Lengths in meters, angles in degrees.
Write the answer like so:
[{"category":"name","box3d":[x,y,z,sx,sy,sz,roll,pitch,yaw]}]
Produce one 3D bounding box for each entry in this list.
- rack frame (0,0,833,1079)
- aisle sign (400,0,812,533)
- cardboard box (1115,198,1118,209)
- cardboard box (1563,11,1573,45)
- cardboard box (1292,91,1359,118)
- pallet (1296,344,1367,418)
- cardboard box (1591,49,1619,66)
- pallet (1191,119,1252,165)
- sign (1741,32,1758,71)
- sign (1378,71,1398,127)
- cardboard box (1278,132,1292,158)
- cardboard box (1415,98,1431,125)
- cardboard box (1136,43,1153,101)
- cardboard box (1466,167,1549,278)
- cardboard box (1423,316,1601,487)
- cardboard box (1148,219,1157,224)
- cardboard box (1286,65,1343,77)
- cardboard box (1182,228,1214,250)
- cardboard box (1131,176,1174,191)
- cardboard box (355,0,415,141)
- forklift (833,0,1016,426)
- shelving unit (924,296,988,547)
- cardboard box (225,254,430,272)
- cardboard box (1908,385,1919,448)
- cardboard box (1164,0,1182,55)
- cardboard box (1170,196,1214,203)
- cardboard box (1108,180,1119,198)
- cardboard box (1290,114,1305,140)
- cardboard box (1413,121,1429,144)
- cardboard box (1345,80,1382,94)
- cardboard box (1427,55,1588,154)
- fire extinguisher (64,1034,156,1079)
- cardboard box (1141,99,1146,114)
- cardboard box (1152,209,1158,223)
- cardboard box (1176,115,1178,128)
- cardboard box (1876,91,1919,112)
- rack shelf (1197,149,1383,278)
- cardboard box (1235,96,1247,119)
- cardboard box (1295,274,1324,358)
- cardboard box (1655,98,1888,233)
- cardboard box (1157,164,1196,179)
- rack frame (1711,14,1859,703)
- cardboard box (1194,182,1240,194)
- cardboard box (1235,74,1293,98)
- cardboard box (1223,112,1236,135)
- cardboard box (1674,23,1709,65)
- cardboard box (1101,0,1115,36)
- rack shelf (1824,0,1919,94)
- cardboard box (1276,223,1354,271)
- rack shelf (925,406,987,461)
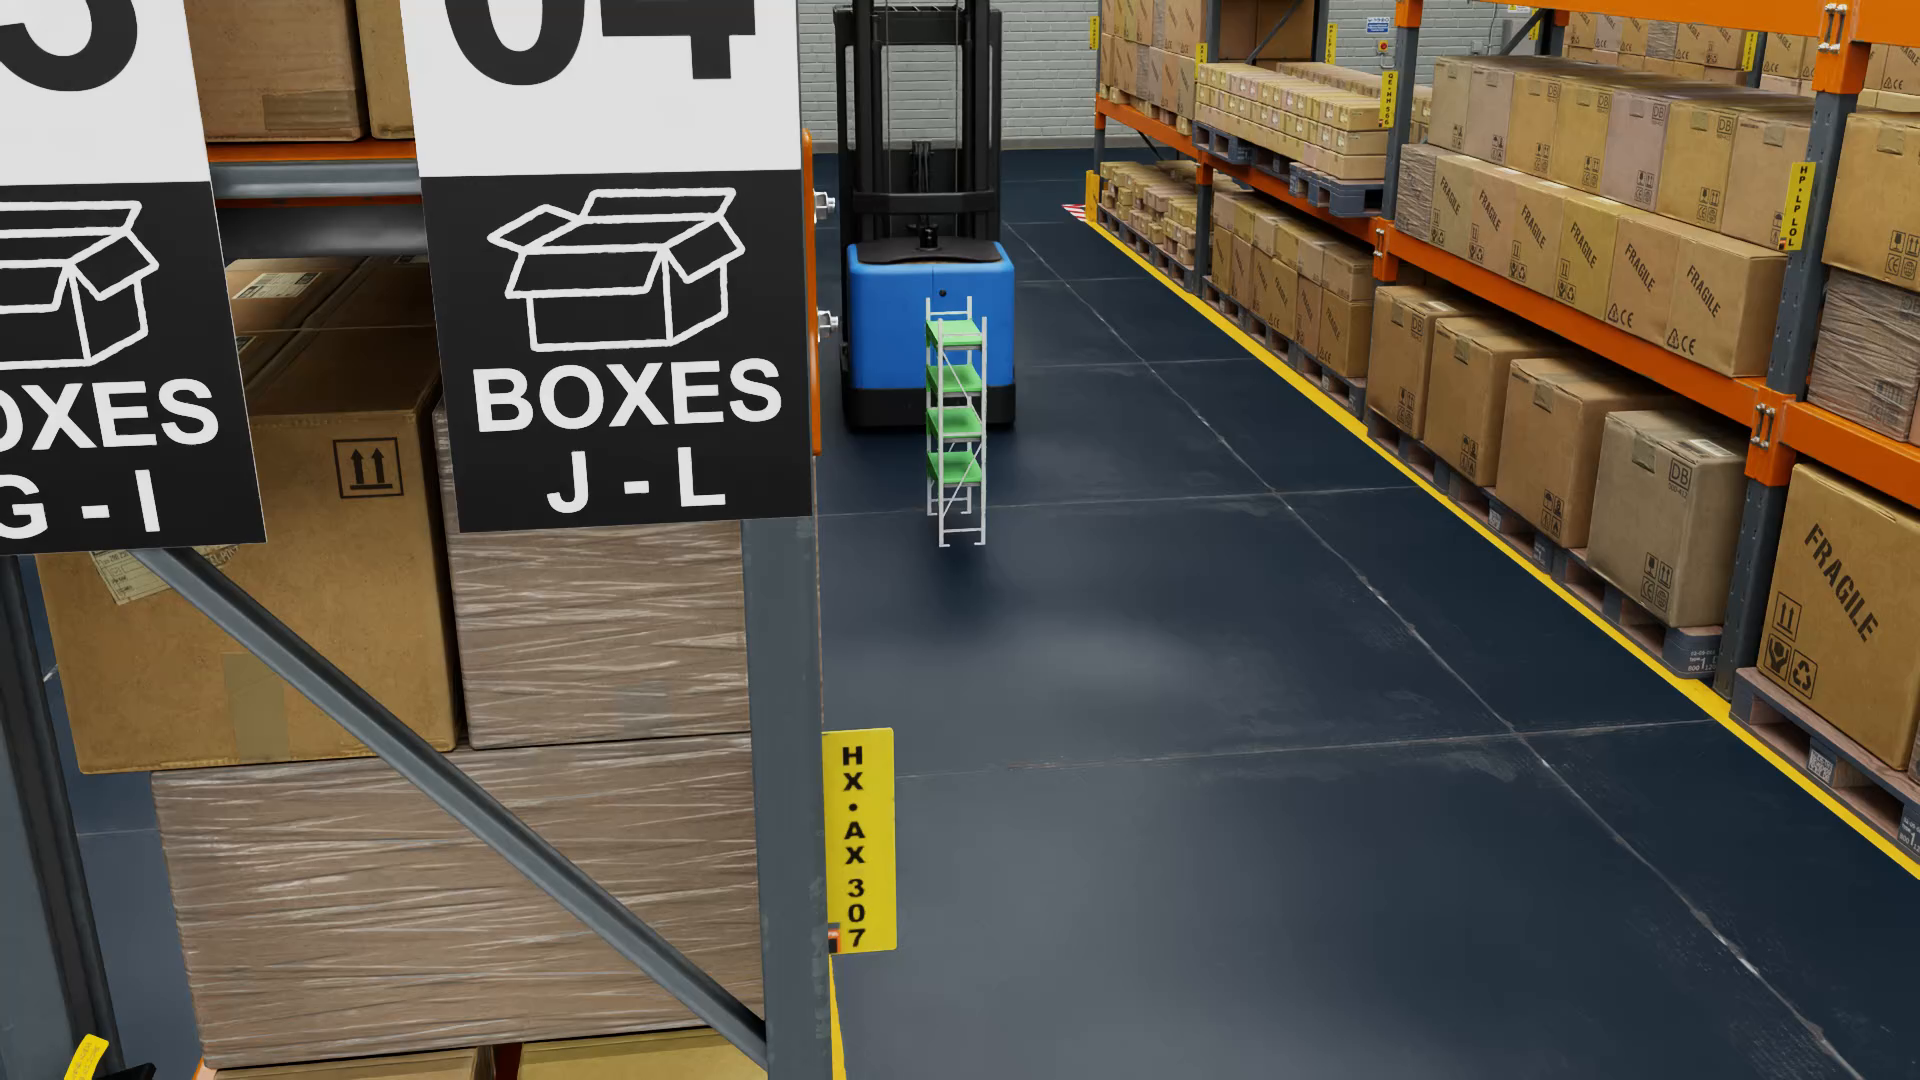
[{"category":"rack frame","box3d":[-0.667,0.825,2.221,0.949,2.616,0.053,-3,21,-8]},{"category":"aisle sign","box3d":[-0.365,-0.387,1.749,0.394,0.787,0.004,-3,21,-8]},{"category":"cardboard box","box3d":[1.823,-3.507,17.294,0.380,0.149,0.250,-3,21,-8]},{"category":"cardboard box","box3d":[6.617,-5.549,17.715,0.500,0.500,0.500,-3,21,-9]},{"category":"cardboard box","box3d":[2.461,-2.935,11.195,0.380,0.149,0.250,-2,21,-6]},{"category":"pallet","box3d":[2.988,-1.125,11.426,1.003,0.211,1.213,-3,21,-8]},{"category":"cardboard box","box3d":[6.771,-4.730,16.951,0.500,0.500,0.500,-3,21,-8]},{"category":"pallet","box3d":[2.489,-3.183,13.226,1.003,0.211,1.213,-3,21,-8]},{"category":"sign","box3d":[6.857,-4.244,14.442,0.100,0.325,0.005,-3,21,-8]},{"category":"sign","box3d":[2.563,-2.635,9.942,0.100,0.325,0.005,-3,21,-8]},{"category":"cardboard box","box3d":[2.429,-2.742,11.528,0.380,0.149,0.250,-4,21,-10]},{"category":"cardboard box","box3d":[3.183,-2.781,10.783,0.380,0.149,0.250,-3,21,-9]},{"category":"cardboard box","box3d":[1.977,-4.417,15.686,0.500,0.500,0.500,-3,21,-9]},{"category":"cardboard box","box3d":[3.045,-1.688,8.804,0.500,0.500,0.500,-3,21,-8]},{"category":"cardboard box","box3d":[3.227,-0.785,9.147,1.050,0.750,0.750,-3,21,-7]},{"category":"cardboard box","box3d":[2.008,-2.977,15.874,0.380,0.149,0.250,-3,21,-7]},{"category":"cardboard box","box3d":[2.813,-3.681,13.193,0.380,0.149,0.250,-4,21,-9]},{"category":"cardboard box","box3d":[2.162,-2.639,14.543,0.380,0.149,0.250,-3,21,-7]},{"category":"cardboard box","box3d":[1.902,-3.510,16.451,0.380,0.149,0.250,-2,21,-6]},{"category":"cardboard box","box3d":[-0.484,-0.690,2.204,0.500,0.250,0.500,-2,21,-6]},{"category":"forklift","box3d":[-0.292,-2.557,11.374,1.130,2.935,3.031,-2,21,-5]},{"category":"shelving unit","box3d":[-0.024,-0.619,8.660,0.258,1.200,0.503,-3,21,-8]},{"category":"cardboard box","box3d":[-1.142,-0.354,3.379,0.500,0.500,0.500,-3,21,-8]},{"category":"cardboard box","box3d":[3.842,-0.529,5.632,0.875,0.550,0.550,-3,21,-8]},{"category":"cardboard box","box3d":[2.107,-4.528,14.554,0.500,0.500,0.500,-4,21,-9]},{"category":"cardboard box","box3d":[2.134,-3.061,15.249,0.380,0.149,0.250,-2,21,-6]},{"category":"cardboard box","box3d":[1.751,-3.639,17.221,0.380,0.149,0.250,-3,21,-8]},{"category":"cardboard box","box3d":[2.461,-2.797,11.251,0.380,0.149,0.250,-3,21,-8]},{"category":"cardboard box","box3d":[3.187,-2.650,10.858,0.380,0.149,0.250,-2,21,-5]},{"category":"cardboard box","box3d":[3.001,-3.229,11.984,0.380,0.149,0.250,-3,21,-9]},{"category":"cardboard box","box3d":[3.154,-2.520,9.603,0.700,0.500,0.500,-3,21,-8]},{"category":"fire extinguisher","box3d":[-1.110,0.924,2.066,0.296,0.674,0.183,-3,21,-8]},{"category":"cardboard box","box3d":[1.943,-4.146,15.889,0.380,0.149,0.250,-2,21,-6]},{"category":"cardboard box","box3d":[2.041,-3.097,15.769,0.380,0.149,0.250,-4,21,-10]},{"category":"cardboard box","box3d":[2.125,-3.694,14.678,0.380,0.149,0.250,-2,21,-6]},{"category":"cardboard box","box3d":[7.415,-3.297,12.757,0.500,0.250,0.500,-4,21,-9]},{"category":"rack shelf","box3d":[2.811,-2.516,12.193,1.077,0.370,4.000,-3,21,-8]},{"category":"cardboard box","box3d":[2.280,-3.242,12.442,0.380,0.149,0.250,-2,21,-6]},{"category":"cardboard box","box3d":[2.674,-1.581,11.633,0.500,0.500,0.500,-2,21,-6]},{"category":"cardboard box","box3d":[3.522,-1.640,7.249,0.700,0.500,0.500,-3,21,-9]},{"category":"cardboard box","box3d":[2.252,-3.810,17.253,0.380,0.149,0.250,-3,21,-7]},{"category":"rack frame","box3d":[3.676,-0.775,6.505,1.000,3.000,0.127,-3,21,-8]},{"category":"cardboard box","box3d":[2.478,-3.357,16.042,0.380,0.149,0.250,-3,21,-7]},{"category":"cardboard box","box3d":[2.276,-3.383,12.396,0.380,0.149,0.250,-3,21,-8]},{"category":"cardboard box","box3d":[2.237,-3.195,12.743,0.380,0.149,0.250,-3,21,-7]},{"category":"cardboard box","box3d":[7.000,-4.671,15.362,0.500,0.500,0.500,-3,21,-9]},{"category":"cardboard box","box3d":[1.748,-5.416,16.933,0.500,0.500,0.500,-3,21,-8]},{"category":"rack shelf","box3d":[3.964,-1.151,4.252,1.077,0.370,4.000,-3,21,-8]},{"category":"cardboard box","box3d":[2.600,-2.112,11.984,0.500,0.250,0.500,-2,21,-6]},{"category":"rack shelf","box3d":[-0.024,-0.560,8.682,0.258,0.148,0.480,-3,21,-8]}]
